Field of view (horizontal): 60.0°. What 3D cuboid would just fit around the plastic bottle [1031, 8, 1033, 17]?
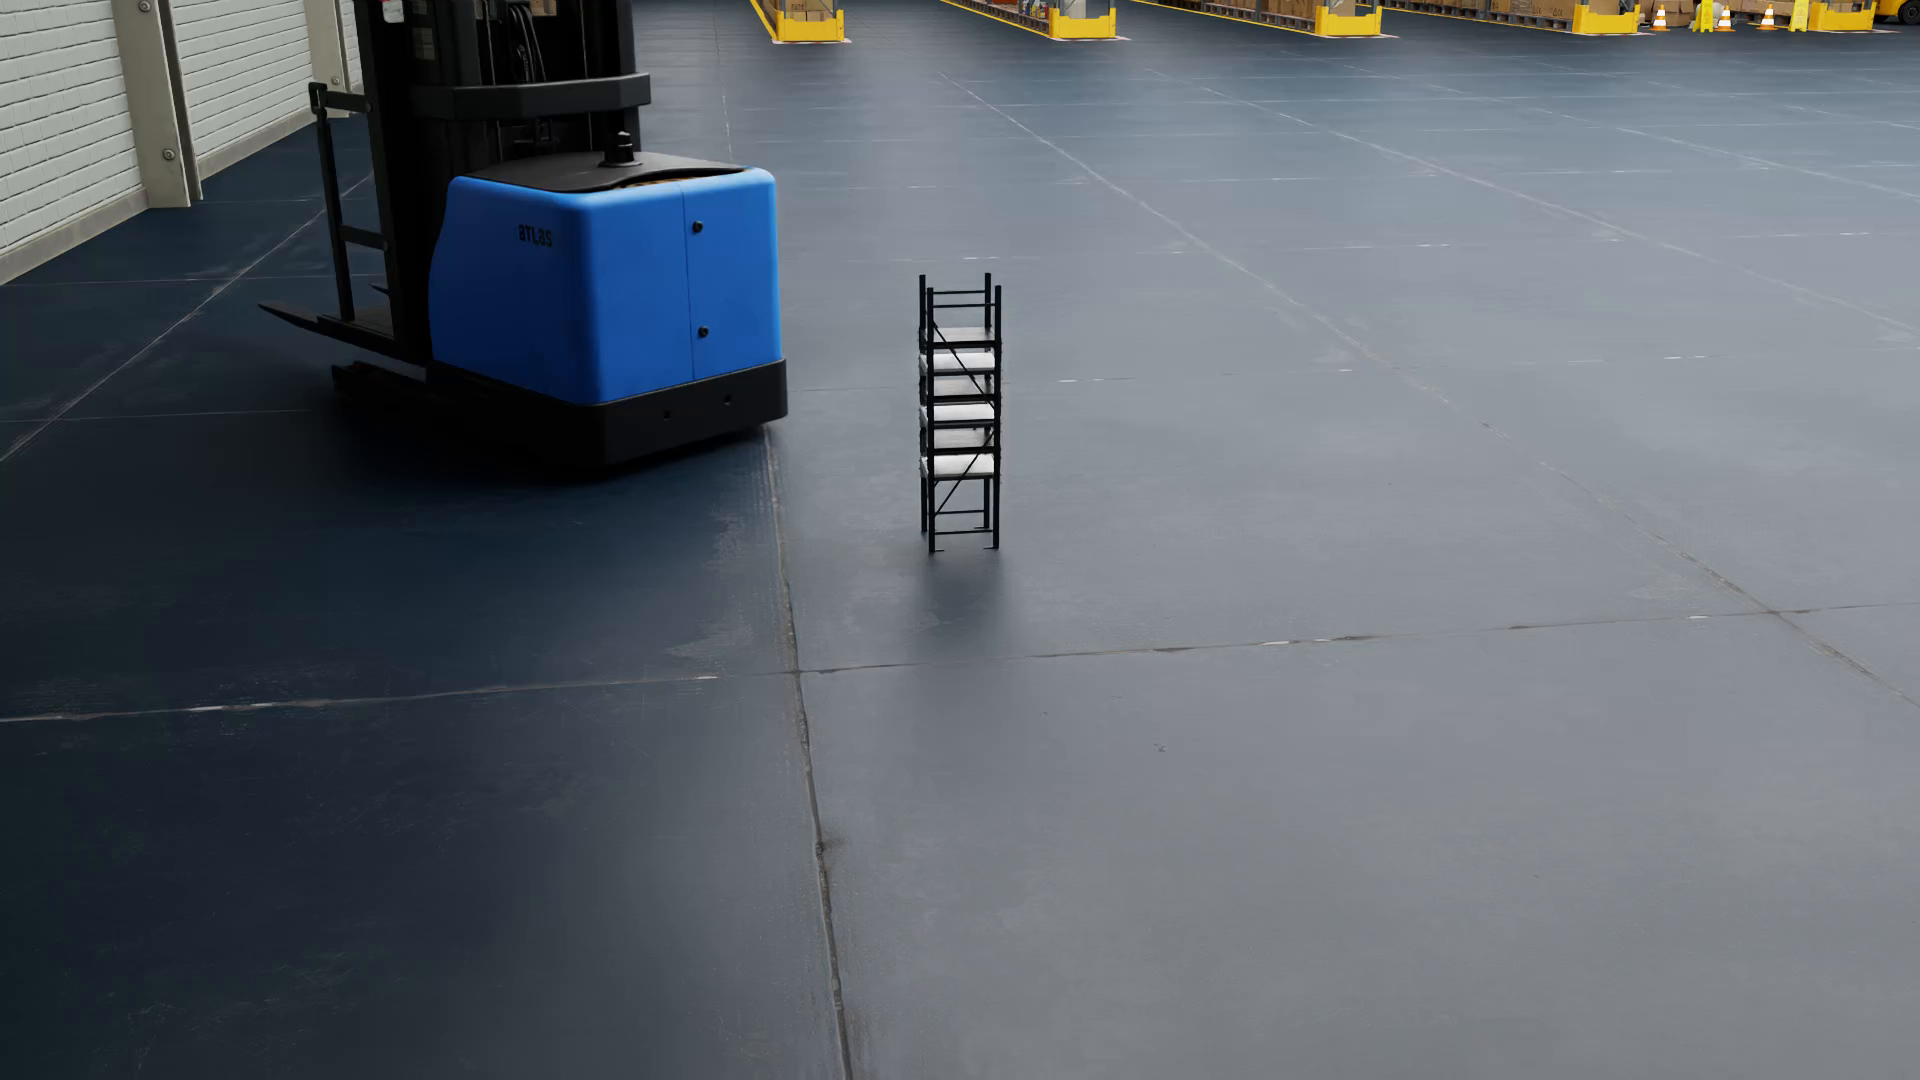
[{"bbox_3d":[1.437,-10.284,32.335,0.097,0.201,0.097,0,20,0],"label":"plastic bottle"}]

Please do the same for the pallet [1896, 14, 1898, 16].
[{"bbox_3d":[21.161,-11.802,37.014,1.003,0.211,1.213,-3,21,-8],"label":"pallet"}]

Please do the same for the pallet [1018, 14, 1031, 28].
[{"bbox_3d":[1.742,-10.313,33.027,1.003,0.211,1.213,-3,21,-8],"label":"pallet"}]

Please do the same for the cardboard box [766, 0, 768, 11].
[{"bbox_3d":[-3.780,-11.172,34.670,0.500,0.250,0.500,-2,21,-7],"label":"cardboard box"}]

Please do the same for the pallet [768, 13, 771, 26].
[{"bbox_3d":[-3.361,-10.552,33.668,1.003,0.211,1.213,-3,21,-8],"label":"pallet"}]

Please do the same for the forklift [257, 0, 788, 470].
[{"bbox_3d":[-2.136,-2.058,7.037,3.031,2.935,1.130,18,27,40],"label":"forklift"}]

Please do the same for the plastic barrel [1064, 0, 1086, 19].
[{"bbox_3d":[2.093,-9.724,30.421,0.421,0.512,0.421,0,20,0],"label":"plastic barrel"}]

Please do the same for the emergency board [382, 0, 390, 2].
[{"bbox_3d":[-7.314,-7.233,20.796,0.194,1.169,0.643,-3,21,-8],"label":"emergency board"}]

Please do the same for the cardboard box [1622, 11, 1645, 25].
[{"bbox_3d":[13.581,-10.536,33.546,0.396,0.266,0.258,1,20,2],"label":"cardboard box"}]

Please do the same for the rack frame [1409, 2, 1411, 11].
[{"bbox_3d":[10.934,-13.704,38.121,1.000,3.000,0.127,-3,21,-8],"label":"rack frame"}]

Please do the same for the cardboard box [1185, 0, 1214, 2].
[{"bbox_3d":[5.932,-12.930,38.485,1.225,0.875,0.875,-4,21,-10],"label":"cardboard box"}]

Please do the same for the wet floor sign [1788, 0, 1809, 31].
[{"bbox_3d":[15.939,-9.996,31.558,0.267,0.644,0.232,4,21,11],"label":"wet floor sign"}]

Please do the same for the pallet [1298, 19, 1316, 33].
[{"bbox_3d":[7.071,-9.722,31.445,1.003,0.211,1.213,-3,21,-8],"label":"pallet"}]

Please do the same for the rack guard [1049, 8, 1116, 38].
[{"bbox_3d":[2.206,-9.322,29.961,1.175,0.500,0.348,-3,21,-8],"label":"rack guard"}]

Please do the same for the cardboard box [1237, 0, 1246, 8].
[{"bbox_3d":[6.389,-11.712,35.732,0.700,0.500,0.500,-5,21,-12],"label":"cardboard box"}]

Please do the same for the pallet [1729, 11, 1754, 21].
[{"bbox_3d":[16.526,-11.067,35.045,1.003,0.211,1.213,-3,21,-8],"label":"pallet"}]

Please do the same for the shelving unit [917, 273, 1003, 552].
[{"bbox_3d":[-0.001,-0.424,5.566,0.258,0.900,0.210,-3,21,-8],"label":"shelving unit"}]

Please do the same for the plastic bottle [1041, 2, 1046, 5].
[{"bbox_3d":[1.624,-10.288,32.237,0.152,0.276,0.135,-3,21,-8],"label":"plastic bottle"}]

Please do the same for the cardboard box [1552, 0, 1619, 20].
[{"bbox_3d":[11.924,-10.367,31.622,0.875,0.875,0.875,-3,21,-7],"label":"cardboard box"}]

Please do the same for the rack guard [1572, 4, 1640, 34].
[{"bbox_3d":[12.090,-9.755,31.120,1.175,0.500,0.348,-3,21,-8],"label":"rack guard"}]

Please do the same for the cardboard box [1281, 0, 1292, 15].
[{"bbox_3d":[6.696,-10.791,33.294,0.500,0.500,0.500,4,21,9],"label":"cardboard box"}]

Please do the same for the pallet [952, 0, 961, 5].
[{"bbox_3d":[0.389,-13.570,41.748,1.003,0.211,1.213,-3,21,-8],"label":"pallet"}]

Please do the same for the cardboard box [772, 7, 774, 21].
[{"bbox_3d":[-3.237,-9.819,31.048,0.500,0.250,0.500,-3,21,-8],"label":"cardboard box"}]

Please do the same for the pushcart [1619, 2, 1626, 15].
[{"bbox_3d":[14.145,-11.243,35.279,1.648,0.377,0.936,-11,23,-26],"label":"pushcart"}]

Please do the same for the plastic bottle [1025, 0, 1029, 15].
[{"bbox_3d":[1.372,-10.541,32.917,0.152,0.276,0.135,-2,21,-6],"label":"plastic bottle"}]

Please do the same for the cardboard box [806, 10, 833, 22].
[{"bbox_3d":[-2.496,-9.326,29.729,0.500,0.250,0.500,-3,21,-8],"label":"cardboard box"}]

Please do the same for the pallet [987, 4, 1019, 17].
[{"bbox_3d":[1.183,-11.663,36.640,1.003,0.211,1.213,-3,21,-8],"label":"pallet"}]

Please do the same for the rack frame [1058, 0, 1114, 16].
[{"bbox_3d":[2.263,-10.469,29.460,1.000,3.000,0.127,-3,21,-8],"label":"rack frame"}]

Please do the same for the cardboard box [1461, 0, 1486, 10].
[{"bbox_3d":[11.332,-11.672,35.296,1.050,0.750,0.750,-3,21,-8],"label":"cardboard box"}]

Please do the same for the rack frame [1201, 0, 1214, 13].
[{"bbox_3d":[6.011,-13.489,37.544,1.000,3.000,0.127,-3,21,-8],"label":"rack frame"}]

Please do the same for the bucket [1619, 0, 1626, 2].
[{"bbox_3d":[13.811,-11.567,34.904,0.726,0.611,0.620,4,11,11],"label":"bucket"}]

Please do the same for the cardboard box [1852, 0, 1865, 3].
[{"bbox_3d":[21.004,-12.649,38.090,0.875,0.625,0.625,-4,21,-10],"label":"cardboard box"}]

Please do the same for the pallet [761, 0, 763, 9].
[{"bbox_3d":[-4.214,-12.789,39.657,1.003,0.211,1.213,-3,21,-8],"label":"pallet"}]

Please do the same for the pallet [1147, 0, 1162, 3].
[{"bbox_3d":[5.402,-13.835,42.456,1.003,0.211,1.213,-3,21,-8],"label":"pallet"}]

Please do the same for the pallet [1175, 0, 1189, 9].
[{"bbox_3d":[5.799,-12.881,39.902,1.003,0.211,1.213,-3,21,-8],"label":"pallet"}]

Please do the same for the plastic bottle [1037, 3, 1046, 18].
[{"bbox_3d":[1.555,-10.102,31.740,0.152,0.276,0.135,-3,21,-7],"label":"plastic bottle"}]

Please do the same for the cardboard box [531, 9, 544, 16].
[{"bbox_3d":[-7.551,-9.160,29.169,0.500,0.311,0.500,-5,21,-14],"label":"cardboard box"}]

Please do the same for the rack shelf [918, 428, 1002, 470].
[{"bbox_3d":[-0.001,-0.309,5.609,0.258,0.077,0.200,-3,21,-8],"label":"rack shelf"}]

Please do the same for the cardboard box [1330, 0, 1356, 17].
[{"bbox_3d":[7.091,-9.962,31.073,0.500,0.500,0.500,1,20,2],"label":"cardboard box"}]

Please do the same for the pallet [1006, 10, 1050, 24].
[{"bbox_3d":[1.535,-10.818,34.378,1.003,0.211,1.213,-3,21,-8],"label":"pallet"}]

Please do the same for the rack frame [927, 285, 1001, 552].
[{"bbox_3d":[0.013,-0.389,5.472,0.240,0.900,0.006,-3,21,-8],"label":"rack frame"}]

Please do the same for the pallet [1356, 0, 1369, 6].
[{"bbox_3d":[10.471,-13.513,41.595,1.003,0.211,1.213,-3,21,-8],"label":"pallet"}]

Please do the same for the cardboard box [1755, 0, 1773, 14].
[{"bbox_3d":[16.440,-10.754,33.553,0.500,0.250,0.500,-4,21,-10],"label":"cardboard box"}]
